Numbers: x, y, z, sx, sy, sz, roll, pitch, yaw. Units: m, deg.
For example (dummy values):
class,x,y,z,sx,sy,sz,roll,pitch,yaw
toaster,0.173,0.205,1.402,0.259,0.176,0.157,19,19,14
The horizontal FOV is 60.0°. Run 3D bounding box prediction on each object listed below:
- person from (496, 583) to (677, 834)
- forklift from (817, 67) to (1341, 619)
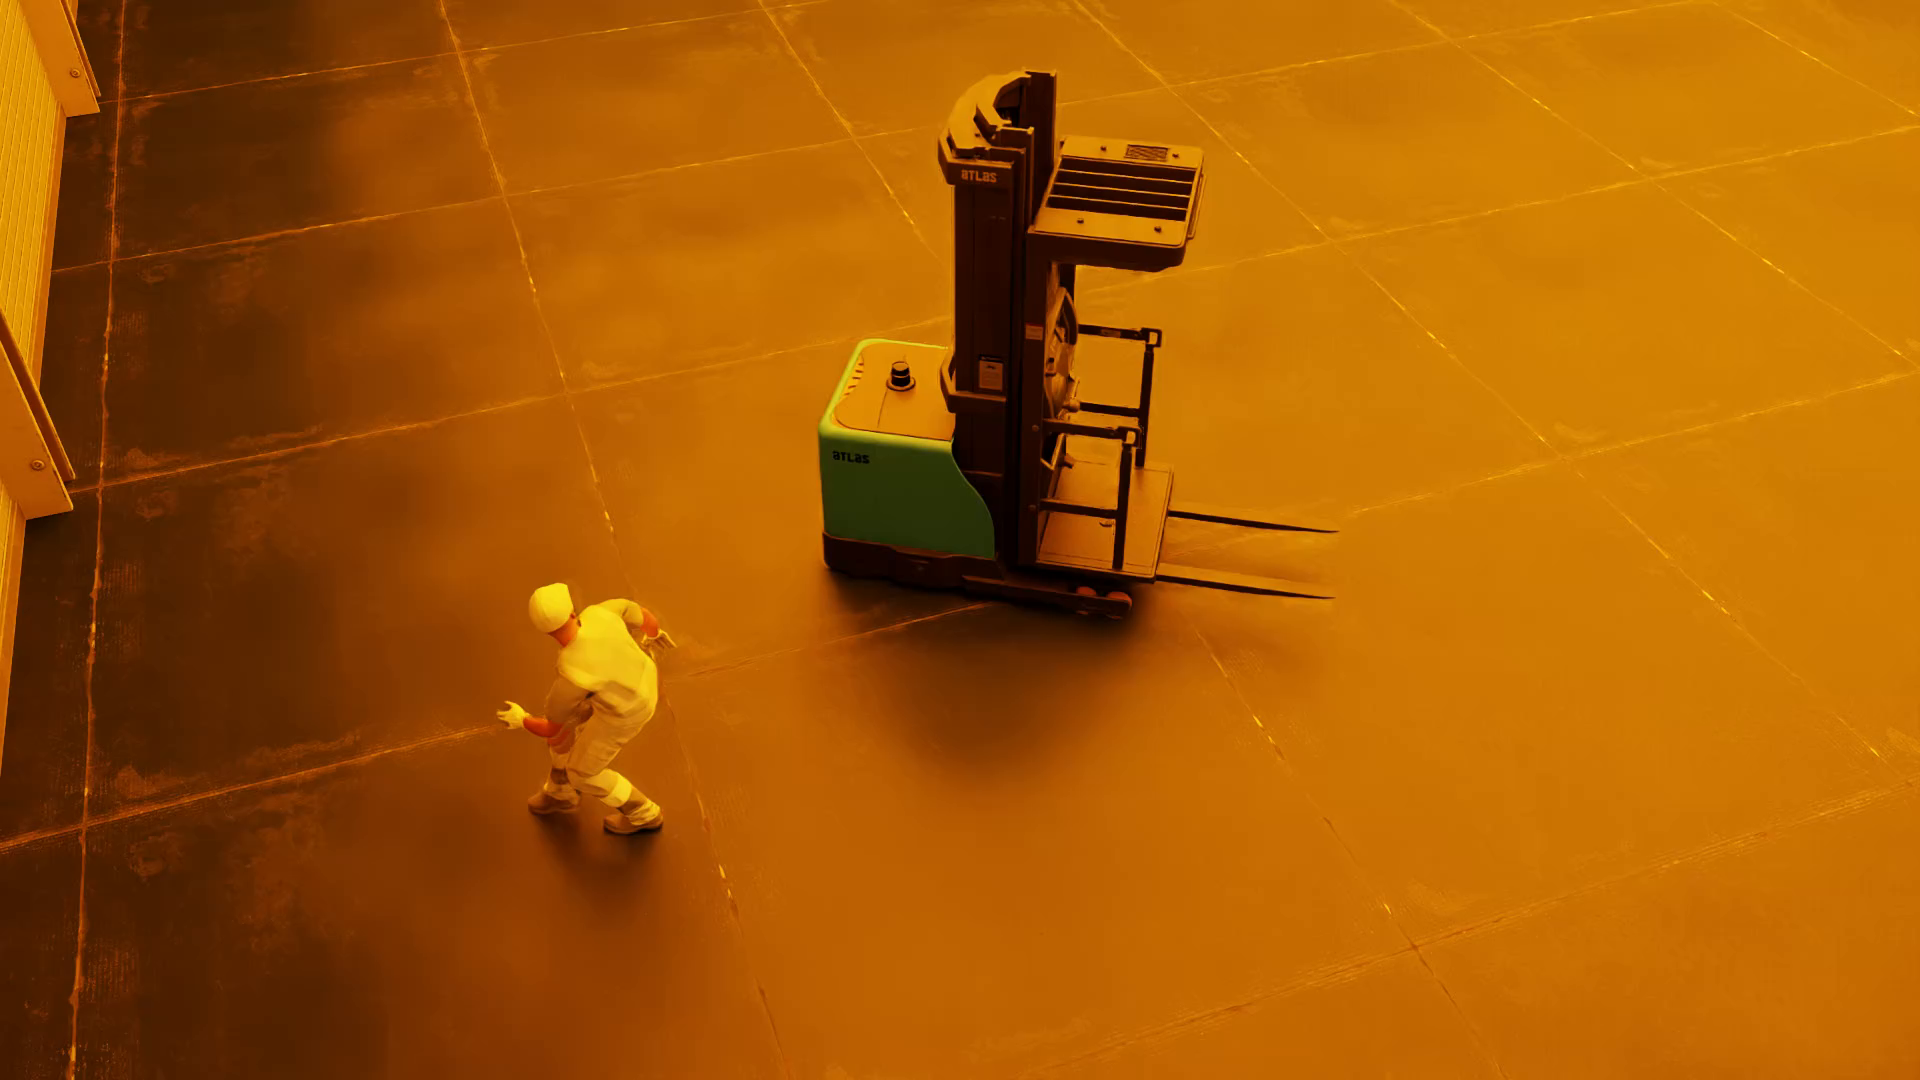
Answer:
class,x,y,z,sx,sy,sz,roll,pitch,yaw
person,-1.846,0.754,8.162,0.810,1.586,0.779,1,40,1
forklift,0.746,-1.035,9.229,3.031,2.935,1.130,8,41,9
